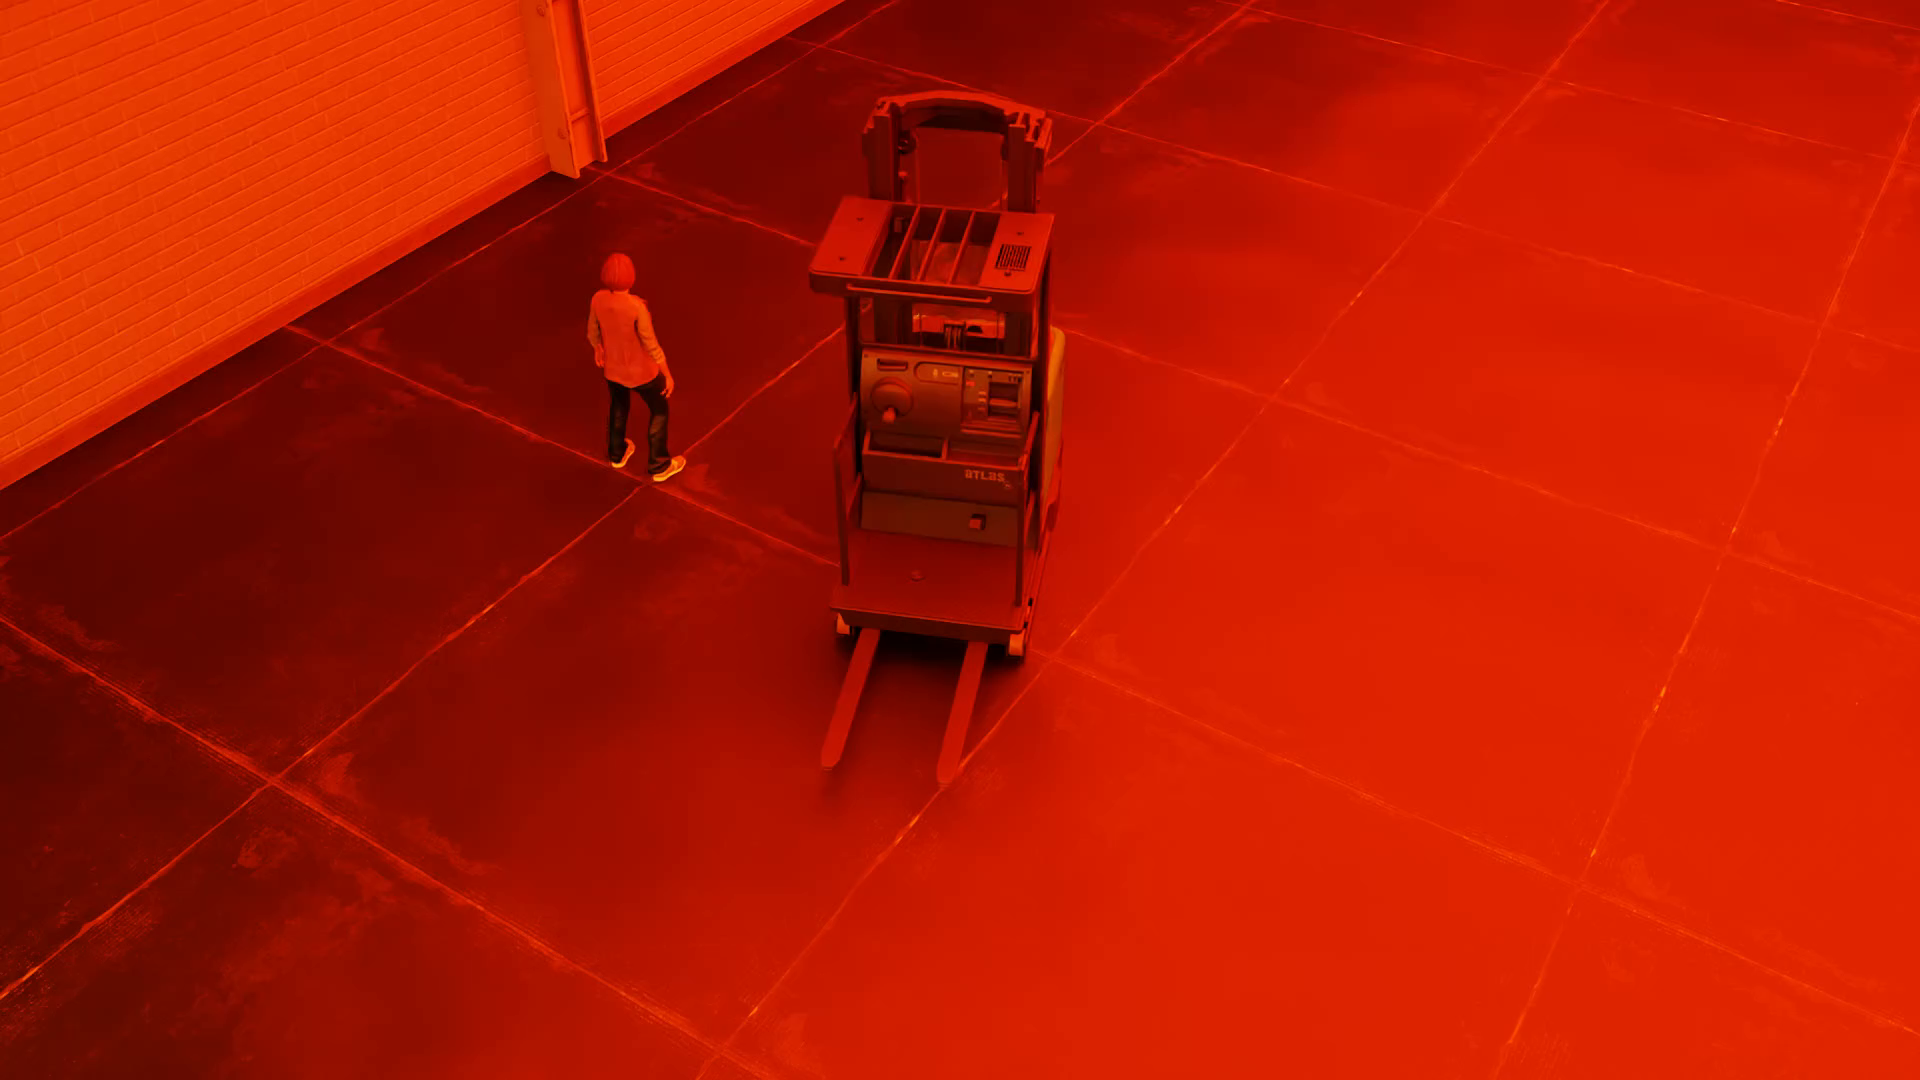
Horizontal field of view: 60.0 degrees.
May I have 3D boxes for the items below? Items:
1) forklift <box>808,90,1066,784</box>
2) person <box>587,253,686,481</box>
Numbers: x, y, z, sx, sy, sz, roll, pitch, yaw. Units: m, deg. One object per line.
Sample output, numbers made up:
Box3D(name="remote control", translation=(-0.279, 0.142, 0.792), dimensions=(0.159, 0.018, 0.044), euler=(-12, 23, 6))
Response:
Box3D(name="forklift", translation=(-0.113, -0.715, 8.811), dimensions=(1.130, 2.935, 3.031), euler=(7, 41, 8))
Box3D(name="person", translation=(-2.015, -1.063, 10.263), dimensions=(0.583, 1.587, 0.360), euler=(15, 42, 17))
